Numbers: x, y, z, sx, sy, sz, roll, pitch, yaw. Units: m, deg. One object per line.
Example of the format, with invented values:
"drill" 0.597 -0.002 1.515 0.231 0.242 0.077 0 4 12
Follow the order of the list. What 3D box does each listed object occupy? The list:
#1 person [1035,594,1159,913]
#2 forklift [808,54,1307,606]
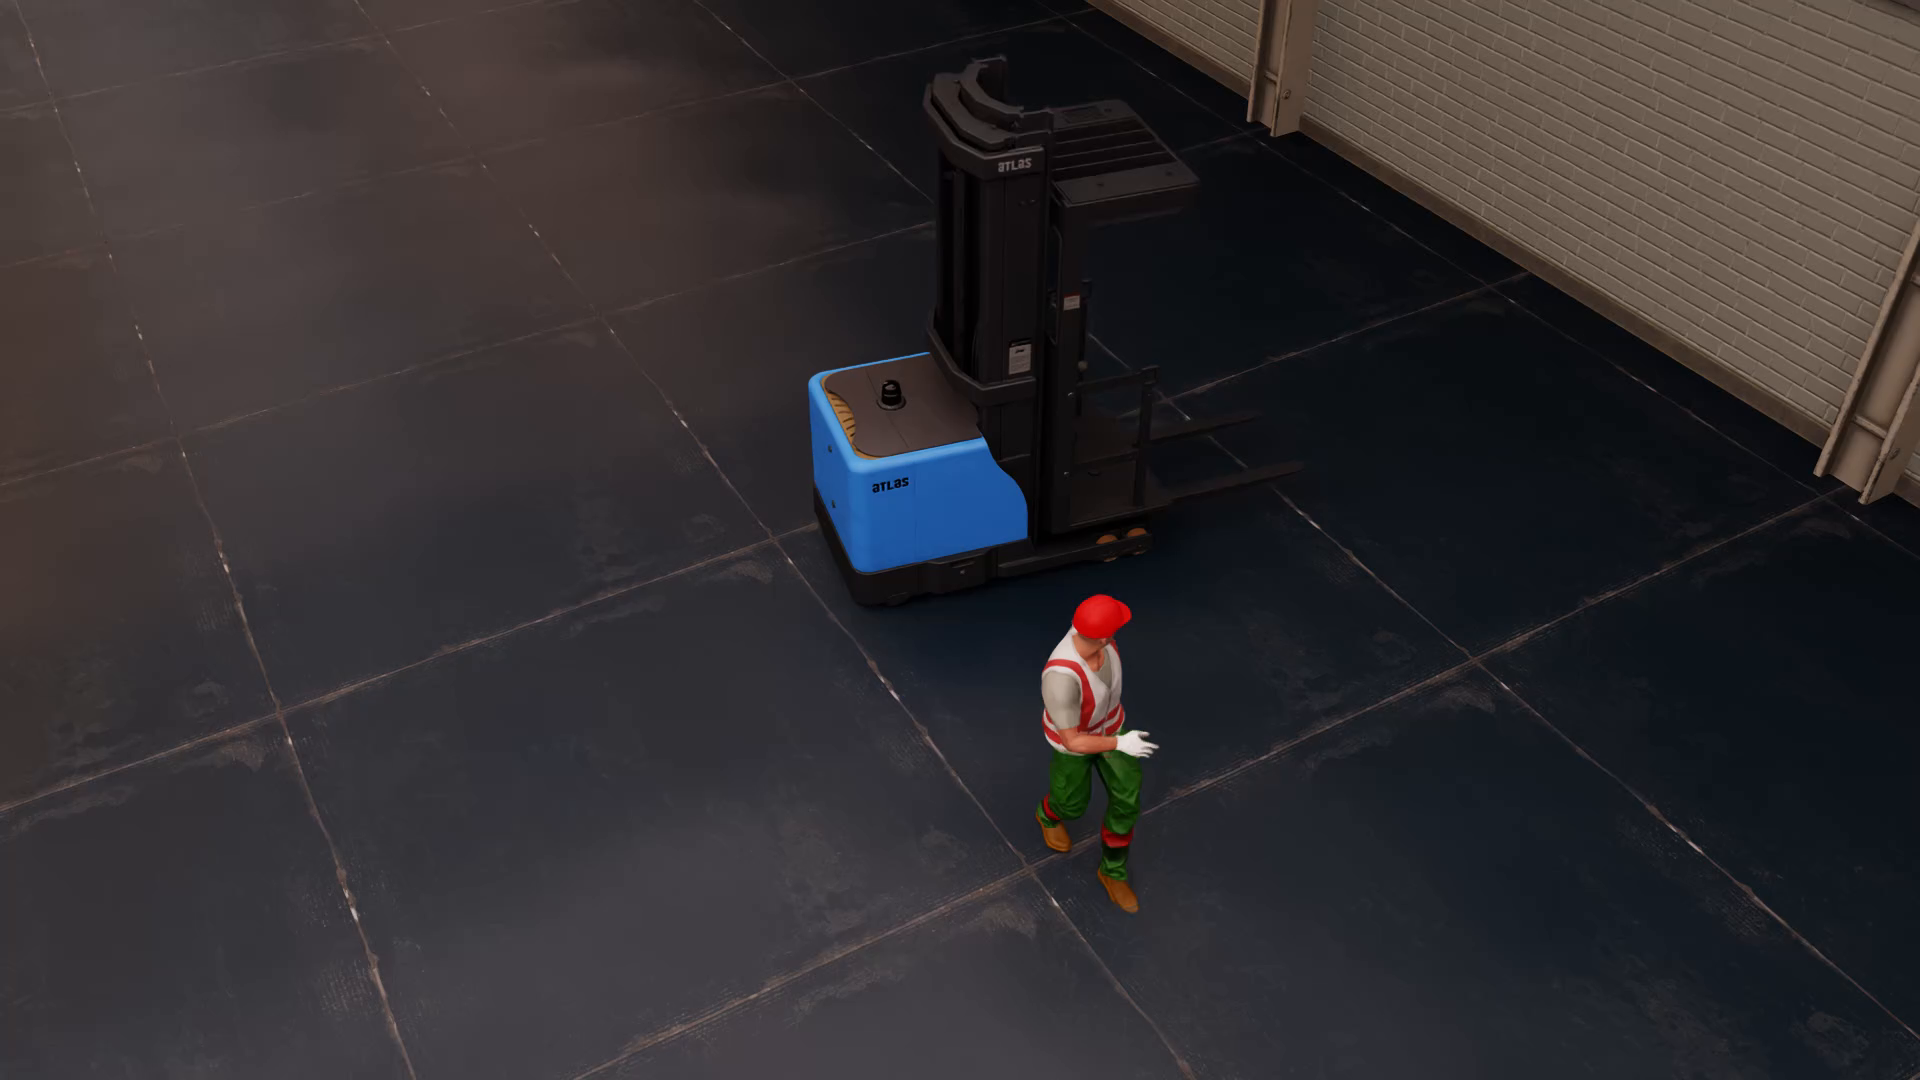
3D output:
"person" 0.598 0.938 7.891 0.577 1.753 0.935 -25 46 -27
"forklift" 0.661 -1.304 9.608 3.031 2.935 1.130 -12 41 -15
